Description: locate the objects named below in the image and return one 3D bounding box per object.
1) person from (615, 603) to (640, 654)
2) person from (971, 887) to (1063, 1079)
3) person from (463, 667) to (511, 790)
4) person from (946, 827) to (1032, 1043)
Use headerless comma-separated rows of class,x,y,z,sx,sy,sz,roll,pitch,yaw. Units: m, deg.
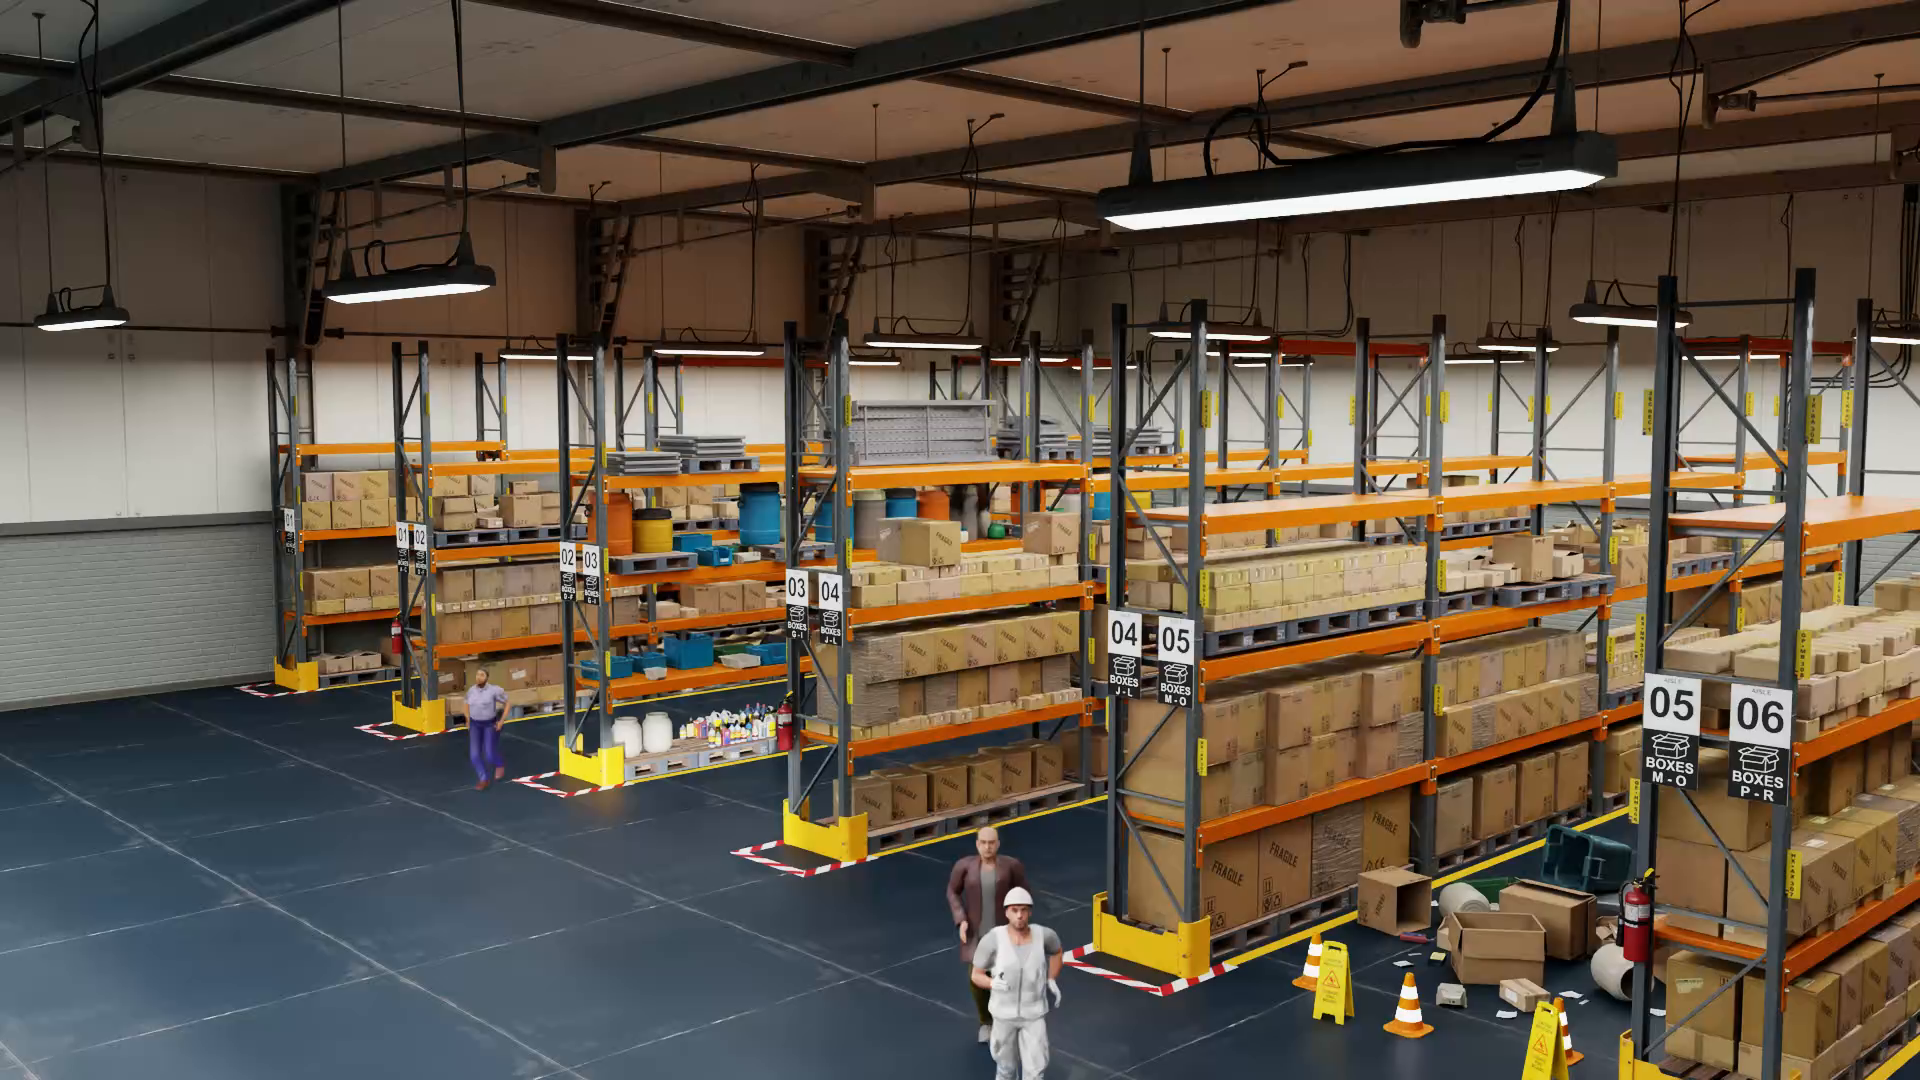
person,-6.297,1.659,31.053,0.595,1.715,0.713,4,6,39
person,0.389,3.261,11.344,0.627,1.804,0.901,0,5,-1
person,-6.260,2.479,21.971,0.637,1.592,0.569,1,5,6
person,0.231,3.150,13.464,0.694,1.727,0.673,0,5,4
